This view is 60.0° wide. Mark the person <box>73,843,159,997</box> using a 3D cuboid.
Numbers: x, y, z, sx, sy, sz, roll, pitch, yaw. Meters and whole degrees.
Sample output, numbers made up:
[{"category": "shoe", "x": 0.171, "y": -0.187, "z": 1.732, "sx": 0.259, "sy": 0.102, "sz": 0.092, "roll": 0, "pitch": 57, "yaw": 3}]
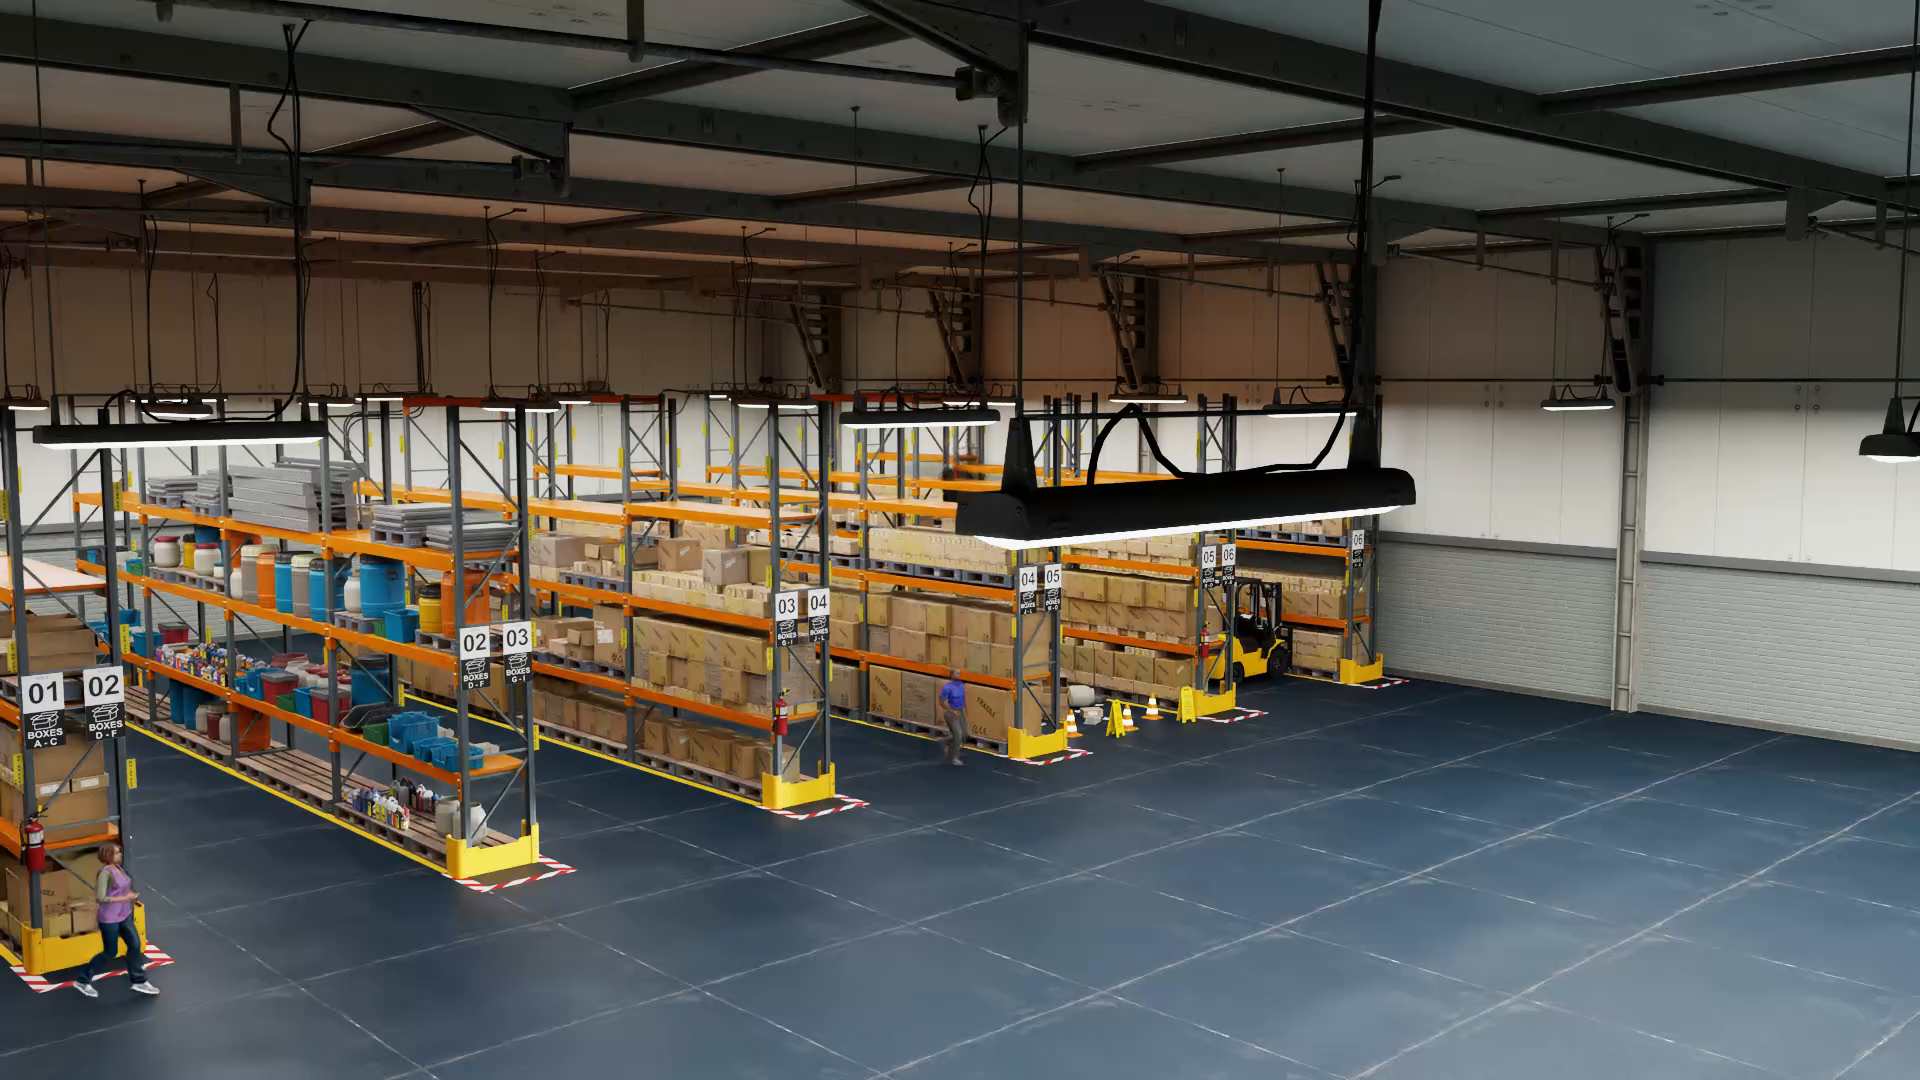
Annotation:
[{"category": "person", "x": -8.633, "y": 3.885, "z": 16.951, "sx": 0.781, "sy": 1.607, "sz": 0.544, "roll": 0, "pitch": 6, "yaw": -5}]

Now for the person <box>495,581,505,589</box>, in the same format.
[{"category": "person", "x": -10.897, "y": 1.678, "z": 39.351, "sx": 0.711, "sy": 1.708, "sz": 0.555, "roll": 1, "pitch": 6, "yaw": 12}]

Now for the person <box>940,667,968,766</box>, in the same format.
[{"category": "person", "x": -0.129, "y": 2.888, "z": 27.447, "sx": 0.592, "sy": 1.622, "sz": 0.604, "roll": 5, "pitch": 7, "yaw": 40}]
